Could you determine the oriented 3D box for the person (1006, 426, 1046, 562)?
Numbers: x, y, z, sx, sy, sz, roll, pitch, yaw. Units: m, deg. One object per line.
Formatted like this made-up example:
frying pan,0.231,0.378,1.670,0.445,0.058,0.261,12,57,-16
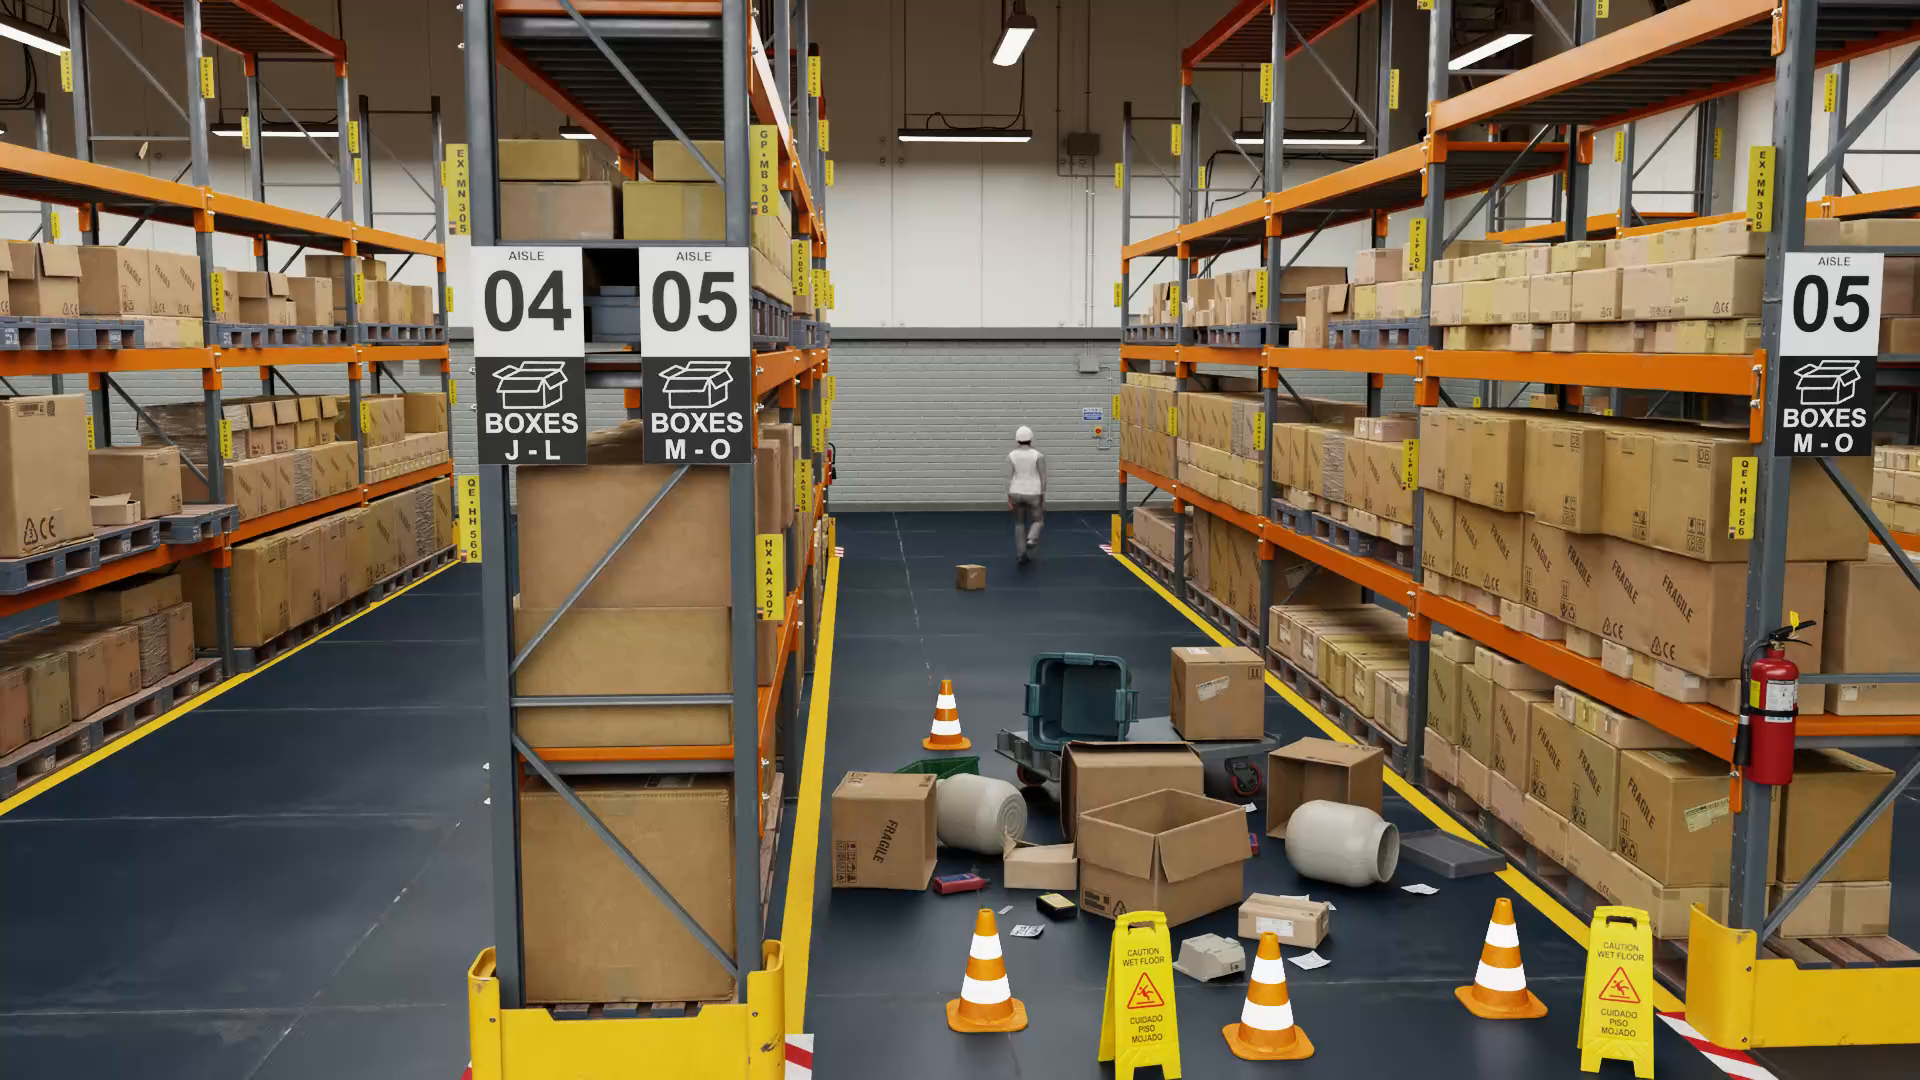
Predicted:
person,0.850,-0.585,21.407,0.528,1.754,0.606,2,7,13
